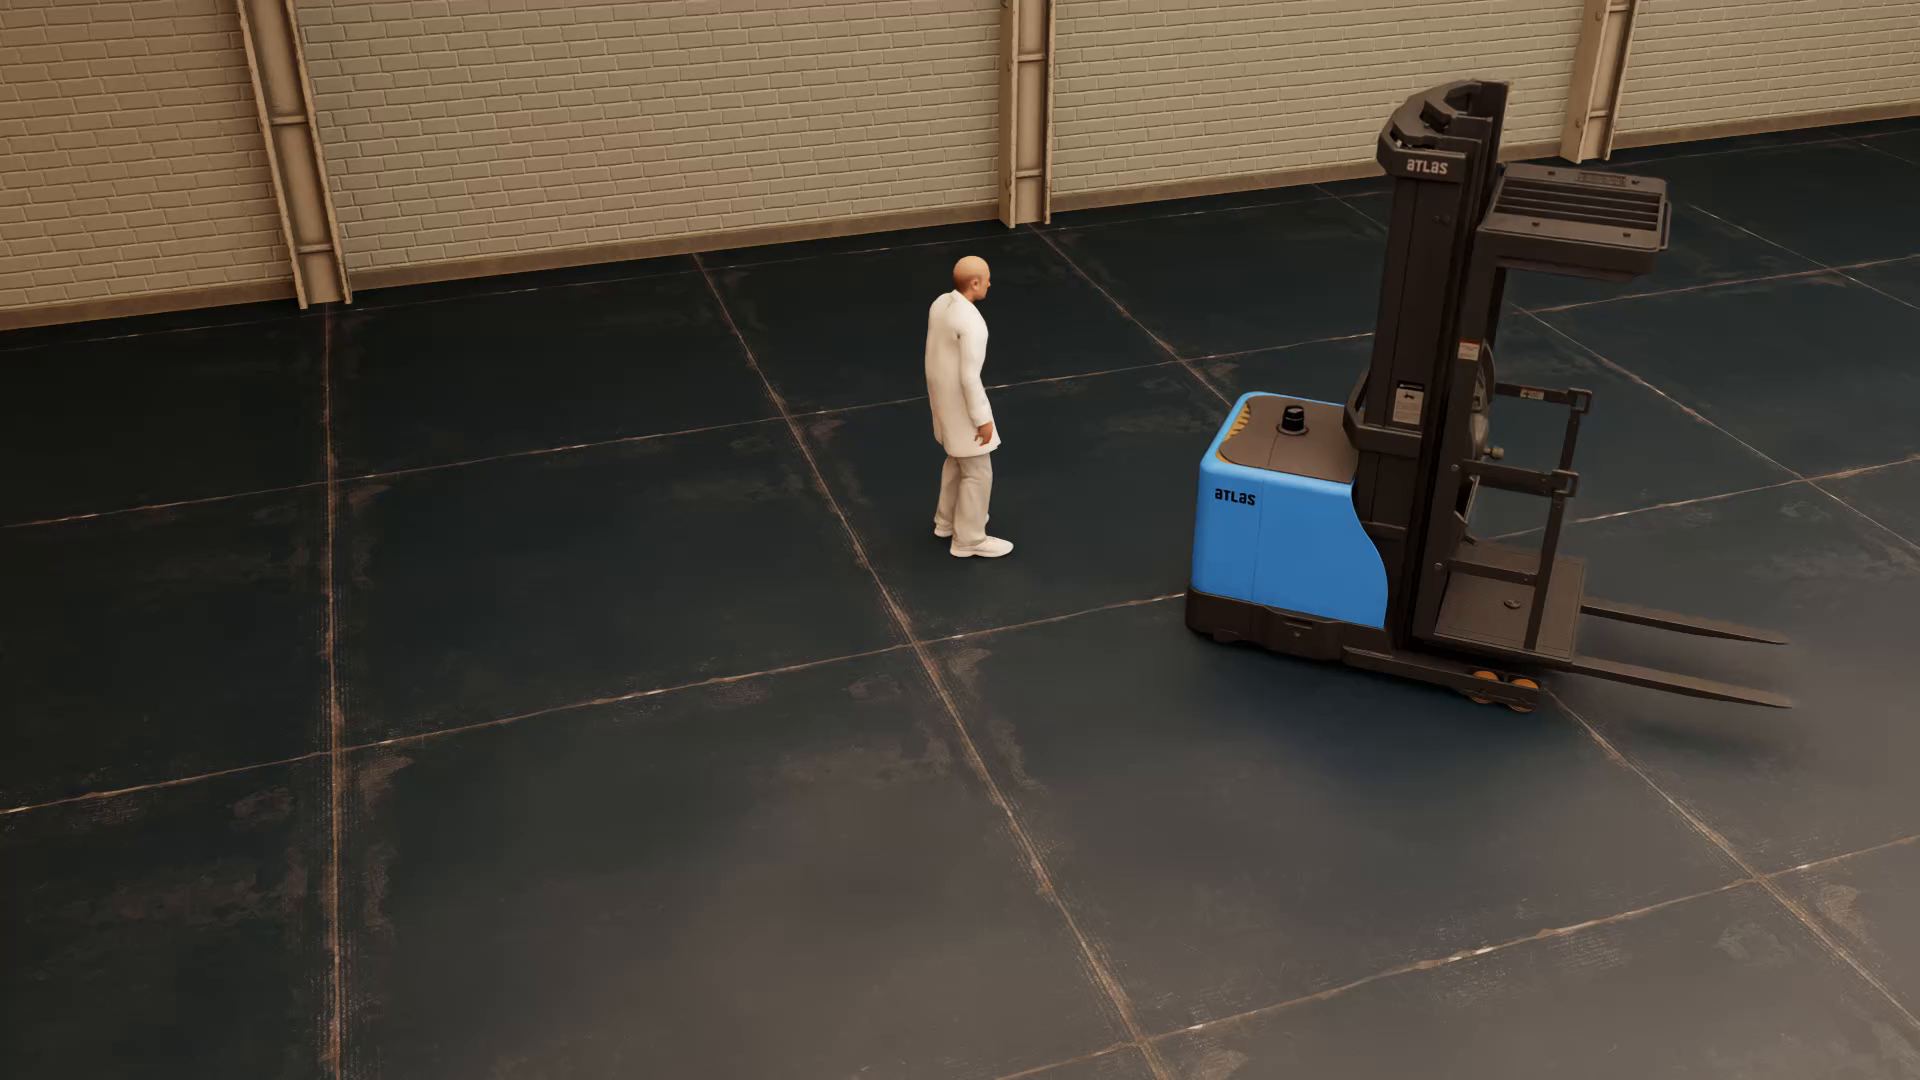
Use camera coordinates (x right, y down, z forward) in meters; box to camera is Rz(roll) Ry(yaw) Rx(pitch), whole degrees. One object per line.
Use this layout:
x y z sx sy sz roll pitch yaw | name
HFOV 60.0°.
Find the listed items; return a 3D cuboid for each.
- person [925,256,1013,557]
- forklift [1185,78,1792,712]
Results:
0.027 -0.778 9.600 0.431 1.773 0.644 -11 32 -18 | person
2.801 -0.694 8.292 3.031 2.935 1.130 11 32 19 | forklift
